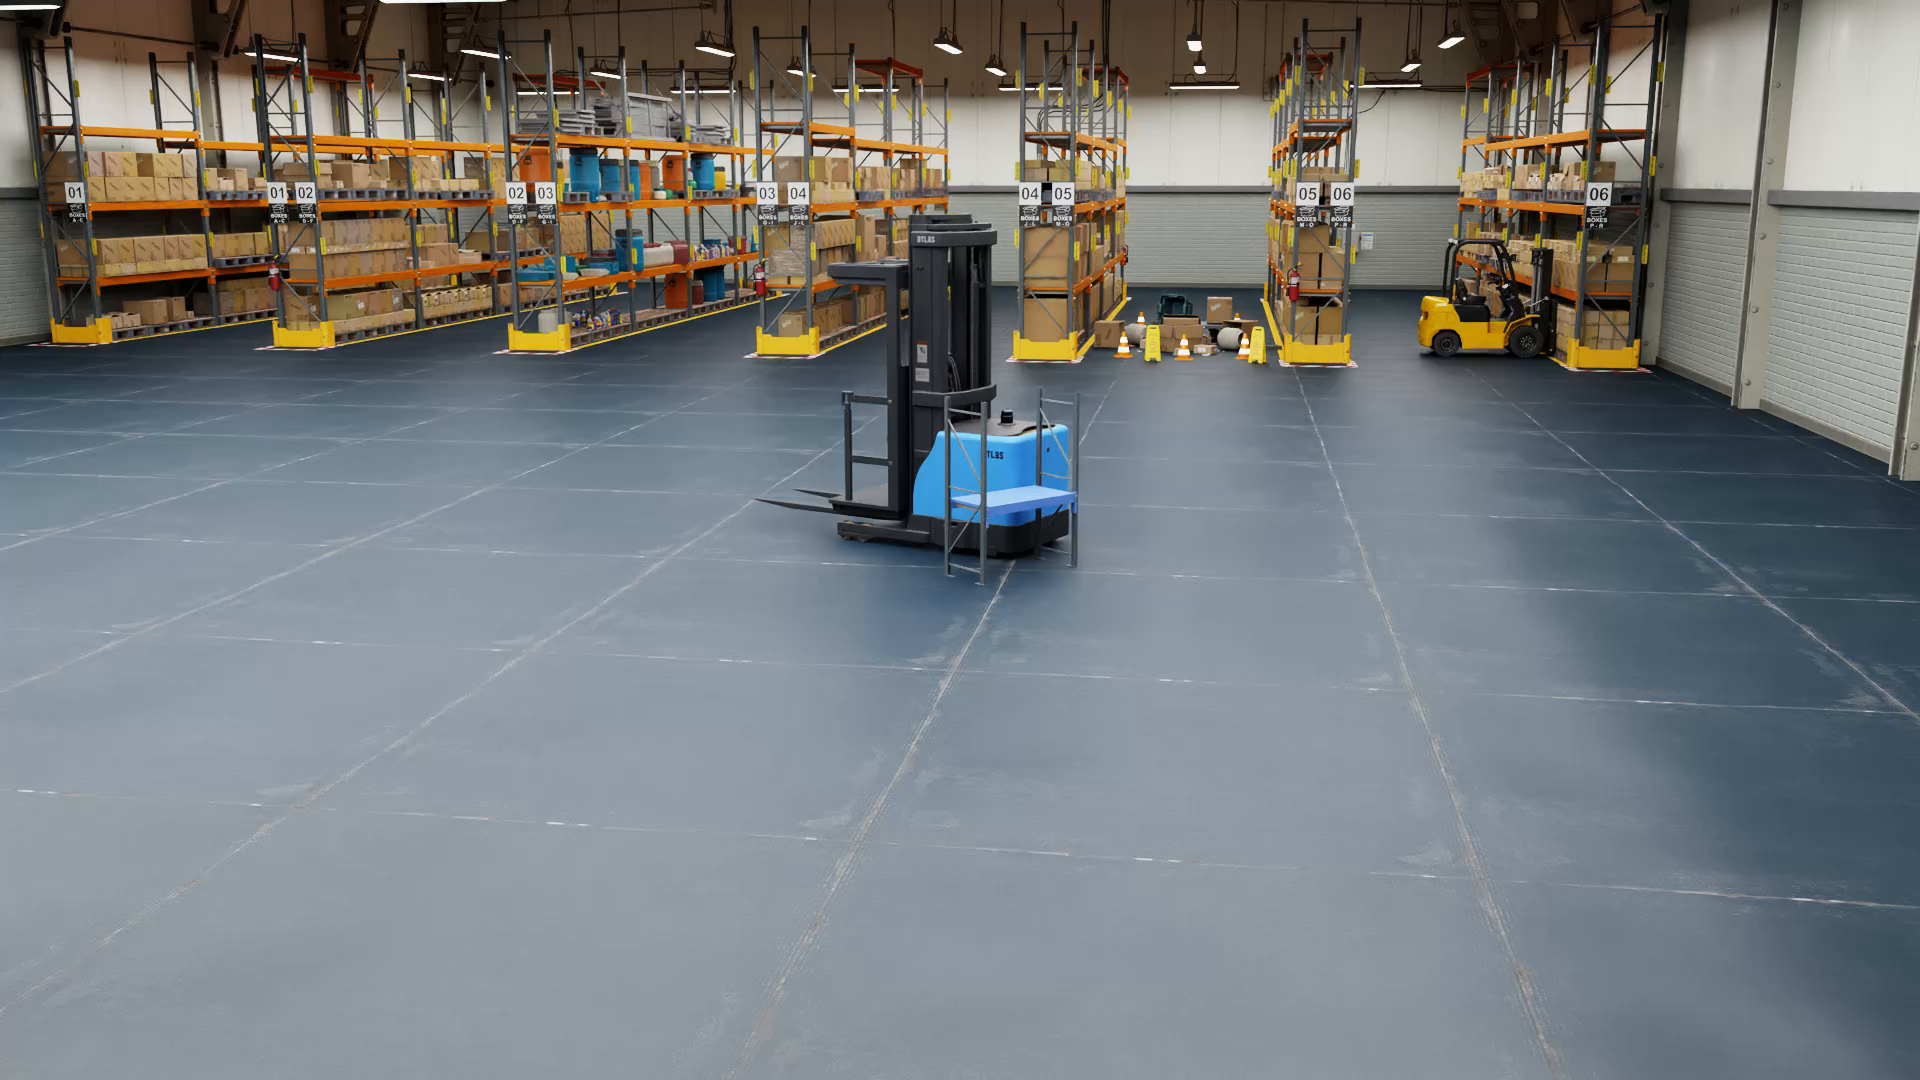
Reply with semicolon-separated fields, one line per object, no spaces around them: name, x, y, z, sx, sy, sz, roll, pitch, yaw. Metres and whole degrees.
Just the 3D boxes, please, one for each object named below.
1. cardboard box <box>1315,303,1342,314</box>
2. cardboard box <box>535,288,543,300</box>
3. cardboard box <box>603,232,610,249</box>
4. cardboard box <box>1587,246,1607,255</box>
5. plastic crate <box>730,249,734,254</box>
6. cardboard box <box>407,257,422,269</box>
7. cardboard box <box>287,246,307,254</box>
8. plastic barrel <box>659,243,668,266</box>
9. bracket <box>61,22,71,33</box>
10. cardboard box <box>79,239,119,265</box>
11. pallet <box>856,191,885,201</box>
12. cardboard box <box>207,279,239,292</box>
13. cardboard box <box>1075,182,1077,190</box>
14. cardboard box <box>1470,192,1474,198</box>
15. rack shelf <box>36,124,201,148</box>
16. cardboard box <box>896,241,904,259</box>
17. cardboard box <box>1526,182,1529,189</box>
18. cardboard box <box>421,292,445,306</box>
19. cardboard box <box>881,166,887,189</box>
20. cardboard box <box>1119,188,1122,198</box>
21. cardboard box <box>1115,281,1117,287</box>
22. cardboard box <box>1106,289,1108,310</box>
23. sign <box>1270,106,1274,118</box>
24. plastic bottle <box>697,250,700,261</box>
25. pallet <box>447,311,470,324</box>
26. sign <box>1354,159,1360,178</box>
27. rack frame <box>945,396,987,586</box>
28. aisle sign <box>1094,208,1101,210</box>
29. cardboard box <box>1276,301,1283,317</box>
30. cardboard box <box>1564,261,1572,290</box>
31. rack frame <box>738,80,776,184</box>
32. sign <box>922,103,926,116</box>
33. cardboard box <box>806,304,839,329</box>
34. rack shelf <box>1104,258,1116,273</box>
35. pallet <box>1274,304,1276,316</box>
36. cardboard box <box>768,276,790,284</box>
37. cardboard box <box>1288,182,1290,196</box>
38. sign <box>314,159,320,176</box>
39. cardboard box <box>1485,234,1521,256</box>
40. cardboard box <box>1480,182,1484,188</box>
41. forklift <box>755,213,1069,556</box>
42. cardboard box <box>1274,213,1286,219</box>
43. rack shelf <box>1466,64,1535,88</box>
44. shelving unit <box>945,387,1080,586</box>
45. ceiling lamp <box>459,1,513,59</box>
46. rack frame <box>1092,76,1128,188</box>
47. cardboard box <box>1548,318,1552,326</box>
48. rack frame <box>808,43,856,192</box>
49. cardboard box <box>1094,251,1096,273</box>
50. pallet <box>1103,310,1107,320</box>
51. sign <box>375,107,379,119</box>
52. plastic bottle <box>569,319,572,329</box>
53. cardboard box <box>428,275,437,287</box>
cardboard box;6.969;-4.203;31.384;0.500;0.500;0.500;1;12;7
cardboard box;-11.196;-6.518;43.262;0.500;0.500;0.500;2;12;9
cardboard box;-10.426;-8.623;47.905;0.500;0.500;0.500;2;12;10
cardboard box;11.245;-5.135;29.476;0.380;0.149;0.250;2;12;9
plastic crate;-6.135;-7.675;44.226;0.396;0.136;0.243;2;12;9
cardboard box;-12.440;-6.209;37.296;0.500;0.250;0.500;3;12;12
cardboard box;-13.217;-5.797;33.253;0.380;0.149;0.250;2;12;8
plastic barrel;-6.975;-6.596;38.469;0.421;0.512;0.421;0;12;0
bracket;-18.315;-10.446;33.818;0.235;0.232;0.430;2;12;9
cardboard box;-17.612;-5.898;34.026;0.500;0.500;0.500;2;12;9
pallet;-2.328;-7.572;36.591;1.213;0.211;1.003;2;12;9
cardboard box;-17.206;-5.943;38.816;0.500;0.250;0.500;2;12;7
cardboard box;1.956;-6.501;30.537;0.380;0.149;0.250;2;12;9
cardboard box;13.215;-8.790;42.393;0.380;0.149;0.250;2;12;10
rack shelf;-17.675;-8.501;35.051;1.077;0.370;4.000;2;12;9
cardboard box;-1.648;-6.938;40.085;0.500;0.500;0.500;2;12;7
cardboard box;12.001;-7.372;34.581;0.380;0.149;0.250;2;12;8
cardboard box;-12.080;-5.495;37.829;0.500;0.311;0.500;2;12;8
cardboard box;-1.963;-8.234;37.794;0.500;0.500;0.500;2;12;9
cardboard box;3.931;-9.033;43.282;0.500;0.250;0.500;2;12;11
cardboard box;3.918;-6.723;43.682;0.380;0.149;0.250;2;12;10
cardboard box;3.251;-5.734;39.675;0.500;0.500;0.500;2;12;9
sign;8.406;-11.519;44.748;0.100;0.325;0.005;2;12;9
plastic bottle;-6.440;-6.995;40.864;0.061;0.283;0.133;2;12;9
pallet;-12.212;-5.224;38.991;1.003;0.211;1.213;2;12;9
sign;7.029;-6.579;29.462;0.100;0.325;0.005;2;12;9
rack frame;0.045;-0.399;13.542;0.032;1.500;0.500;-10;16;-39
aisle sign;3.762;-9.468;45.894;0.394;0.787;0.004;2;12;9
cardboard box;7.626;-5.171;37.367;0.950;0.372;0.625;1;12;5
cardboard box;11.303;-4.810;30.213;0.500;0.500;0.500;2;12;10
rack frame;-5.733;-11.448;47.009;1.000;3.000;0.127;2;12;9
sign;-0.916;-10.935;42.223;0.100;0.325;0.005;2;12;9
cardboard box;-2.866;-4.638;34.589;0.500;0.500;0.500;6;14;27
rack shelf;3.124;-6.572;40.333;1.077;0.370;4.000;2;12;9
pallet;8.294;-5.674;41.080;1.003;0.211;1.213;2;12;9
cardboard box;-3.459;-4.967;31.774;0.380;0.149;0.250;2;12;9
cardboard box;6.610;-6.780;32.118;0.500;0.250;0.500;2;12;9
sign;-12.540;-7.259;32.429;0.100;0.325;0.005;2;12;9
cardboard box;12.748;-6.930;39.053;0.700;0.500;0.500;2;12;8
cardboard box;12.730;-8.536;39.982;0.380;0.149;0.250;2;12;9
forklift;-0.528;-1.503;15.268;3.031;2.935;1.130;8;14;31
cardboard box;8.071;-8.130;41.703;0.380;0.149;0.250;2;12;7
rack shelf;13.551;-11.663;41.825;1.077;0.370;4.000;2;12;9
shelving unit;0.436;-0.468;13.860;1.048;1.500;0.538;-10;16;-39
ceiling lamp;-9.823;-11.848;35.011;0.800;3.185;2.000;2;12;9
rack frame;4.047;-11.105;45.421;1.000;3.000;0.127;2;12;9
cardboard box;11.391;-4.076;31.386;0.500;0.250;0.500;2;12;8
rack frame;-2.684;-8.789;34.673;1.000;3.000;0.127;2;12;9
cardboard box;2.625;-5.929;35.406;0.500;0.500;0.500;2;12;9
pallet;2.938;-5.307;39.374;1.003;0.211;1.213;2;12;9
sign;-15.599;-11.416;44.458;0.100;0.325;0.005;2;12;9
plastic bottle;-8.131;-4.508;34.647;0.097;0.201;0.097;0;12;0
cardboard box;-15.608;-7.566;48.175;0.700;0.500;0.500;2;12;8
